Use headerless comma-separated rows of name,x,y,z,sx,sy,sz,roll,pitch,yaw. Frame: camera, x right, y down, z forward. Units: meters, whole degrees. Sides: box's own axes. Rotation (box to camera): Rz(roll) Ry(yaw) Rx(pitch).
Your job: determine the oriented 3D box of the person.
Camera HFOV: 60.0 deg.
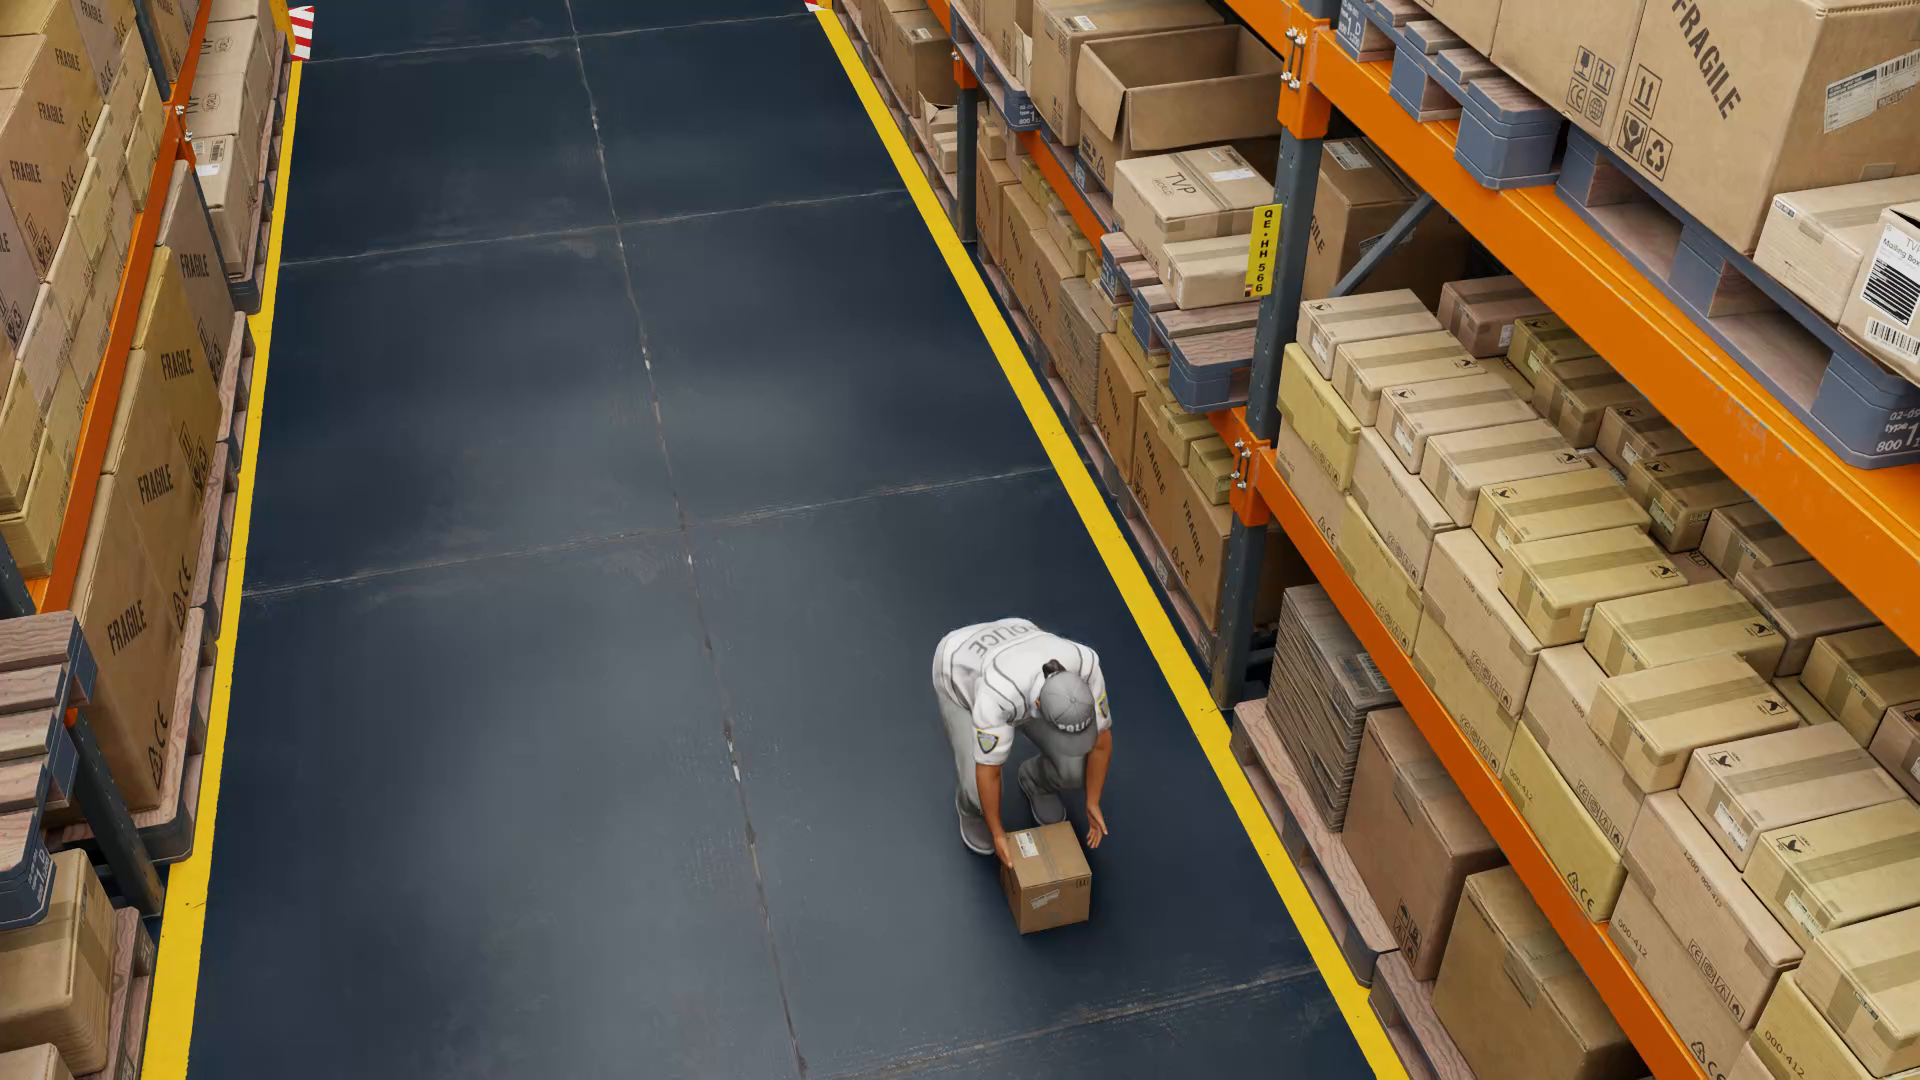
person,0.222,0.664,5.841,0.523,1.016,0.844,-11,40,-13
